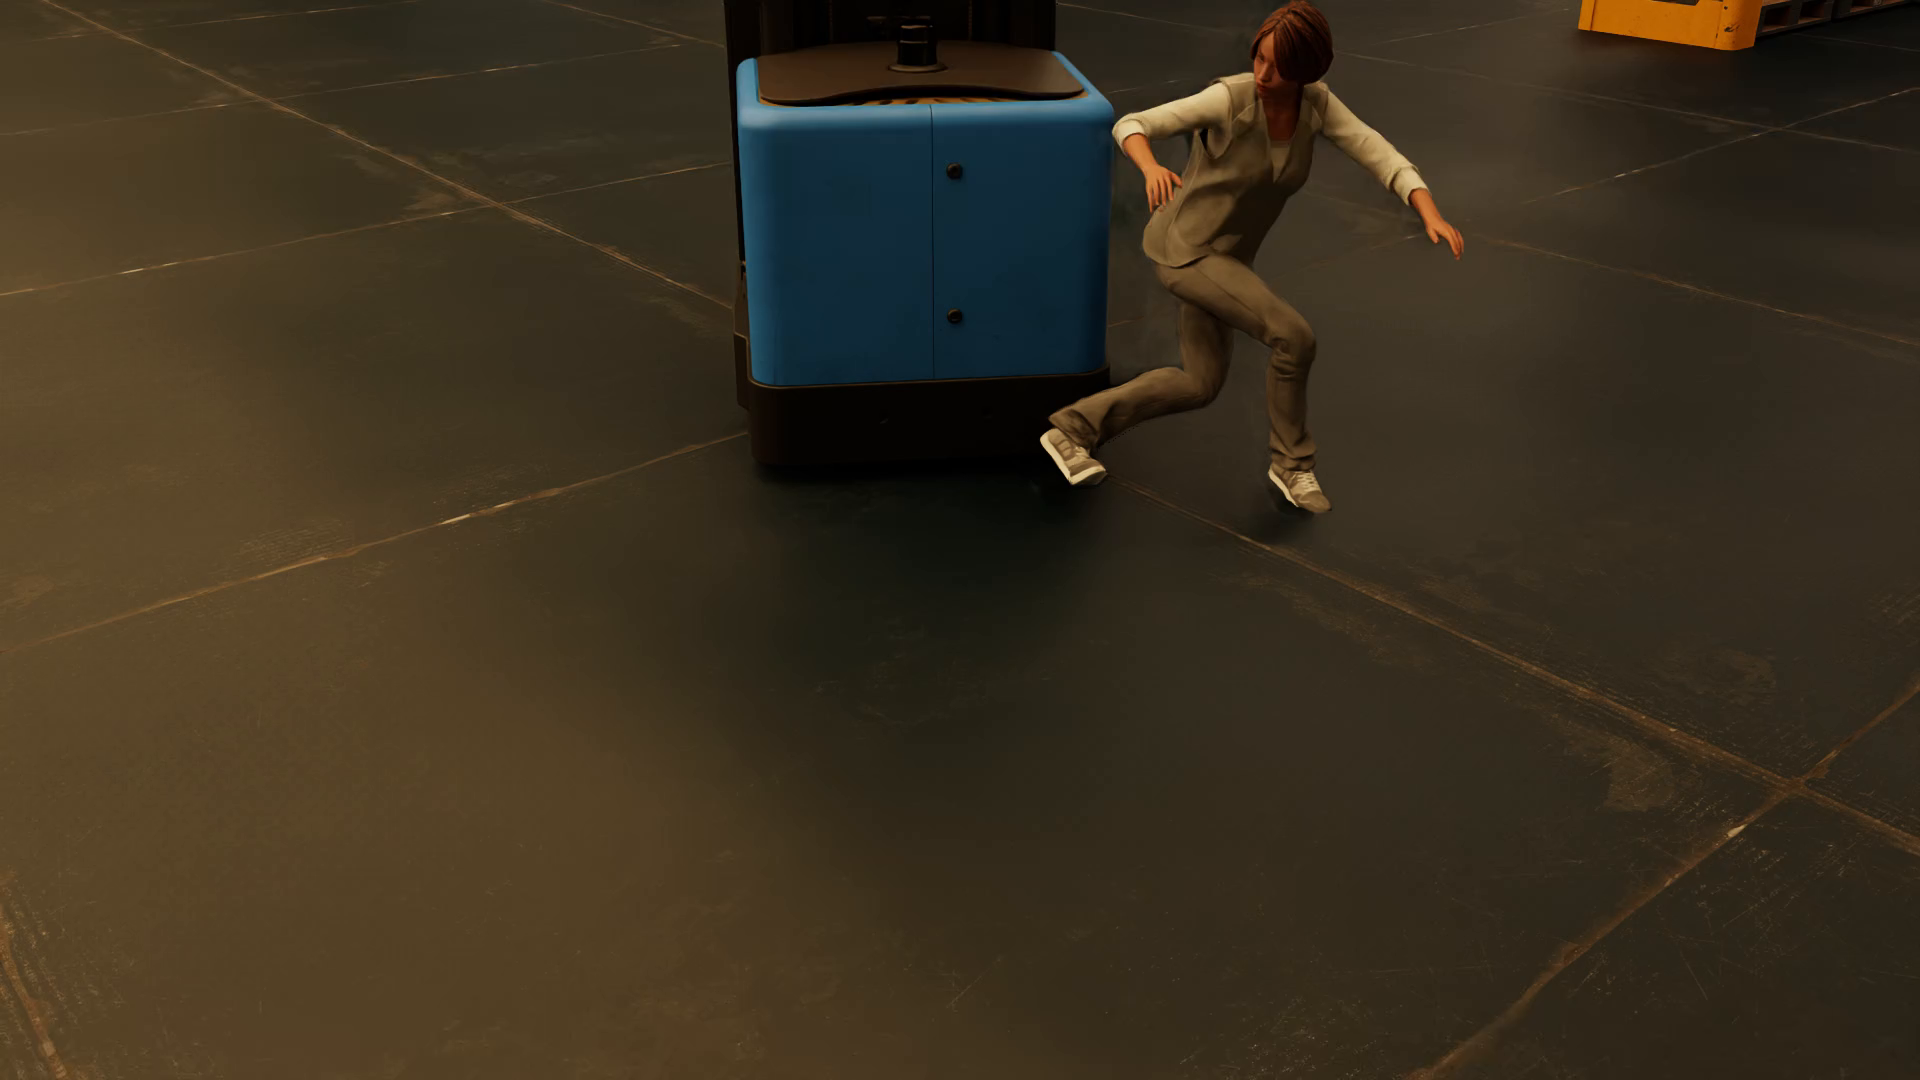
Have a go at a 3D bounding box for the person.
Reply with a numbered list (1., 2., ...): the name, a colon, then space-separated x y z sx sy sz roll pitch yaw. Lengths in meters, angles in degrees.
1. person: 0.742 -0.671 4.357 1.034 1.396 0.758 19 32 34

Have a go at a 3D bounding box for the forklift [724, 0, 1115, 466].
1. forklift: -0.259 -2.150 5.538 1.130 2.935 3.031 -3 27 -6
